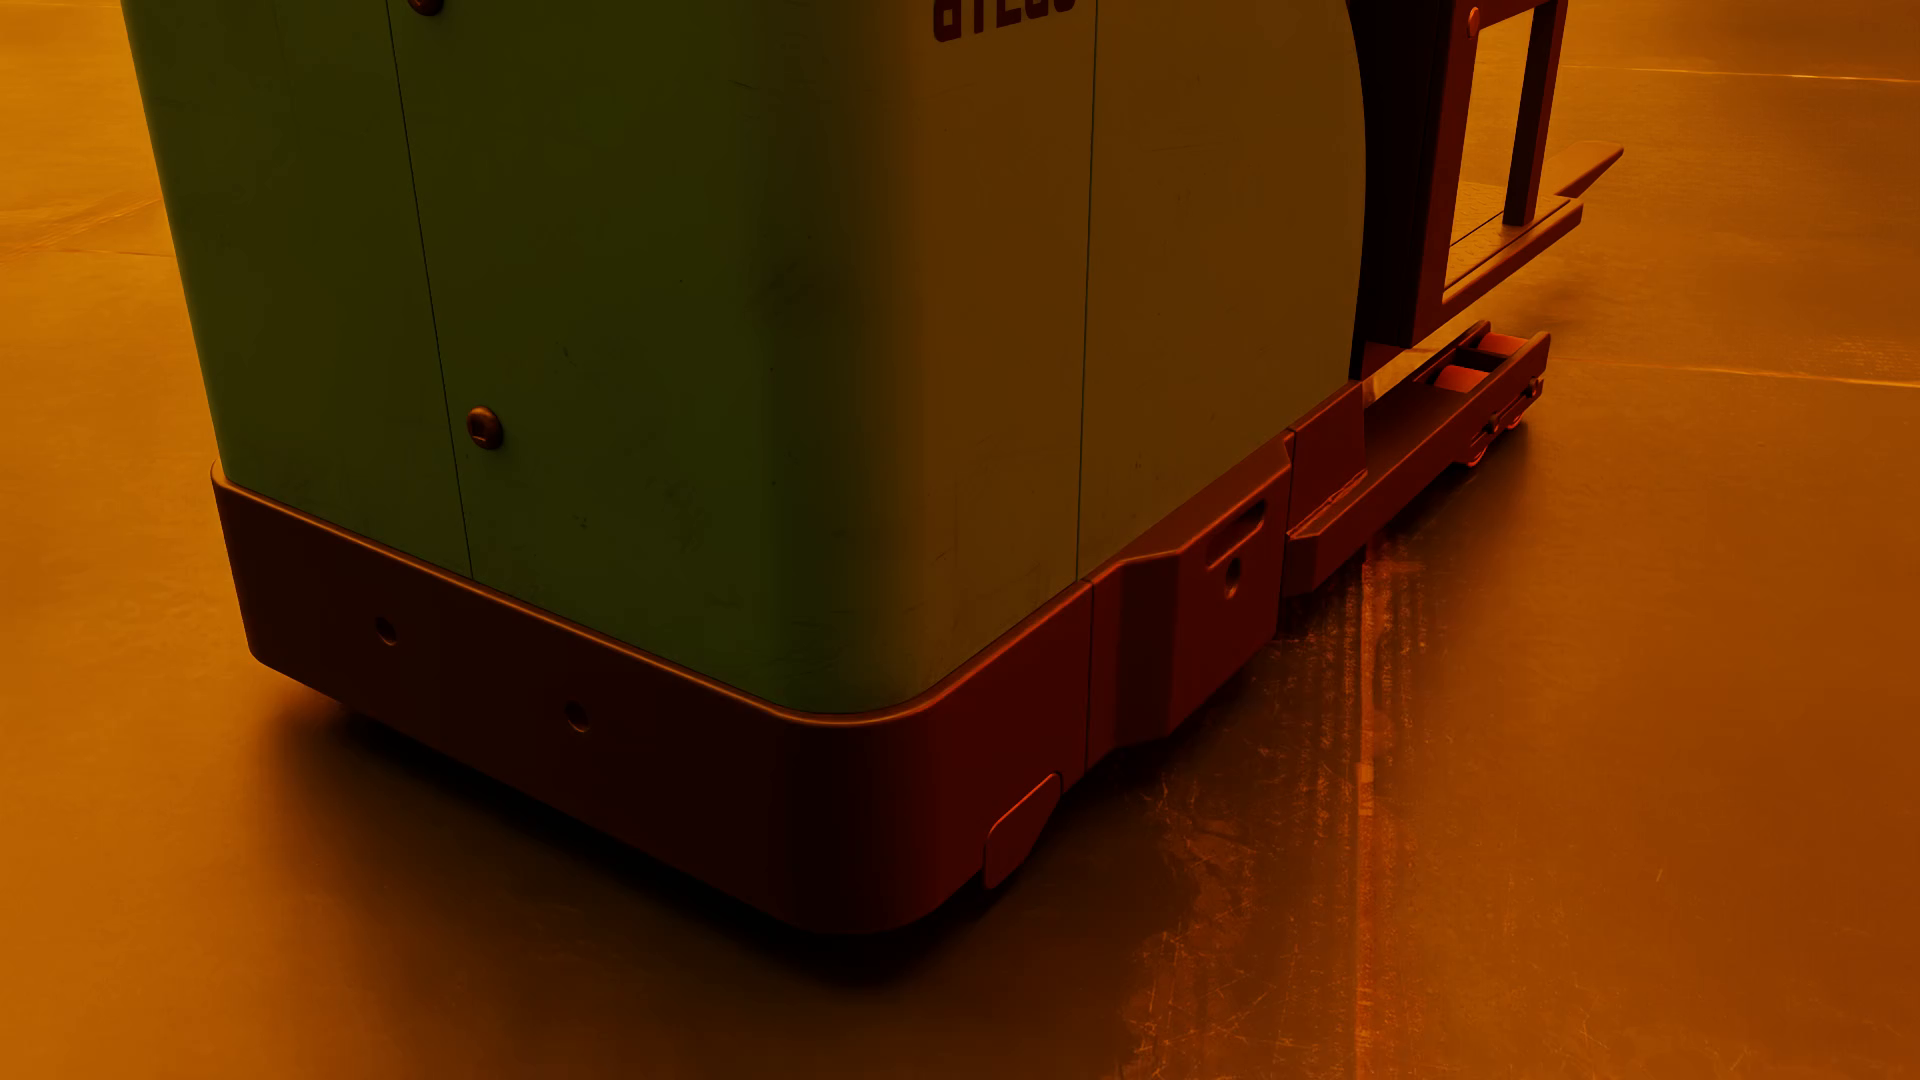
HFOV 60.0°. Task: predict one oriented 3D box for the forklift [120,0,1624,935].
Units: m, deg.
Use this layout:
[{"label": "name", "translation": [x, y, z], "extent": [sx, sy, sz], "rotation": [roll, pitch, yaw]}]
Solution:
[{"label": "forklift", "translation": [0.362, -1.540, 2.299], "extent": [1.130, 2.935, 3.031], "rotation": [18, 32, 31]}]
